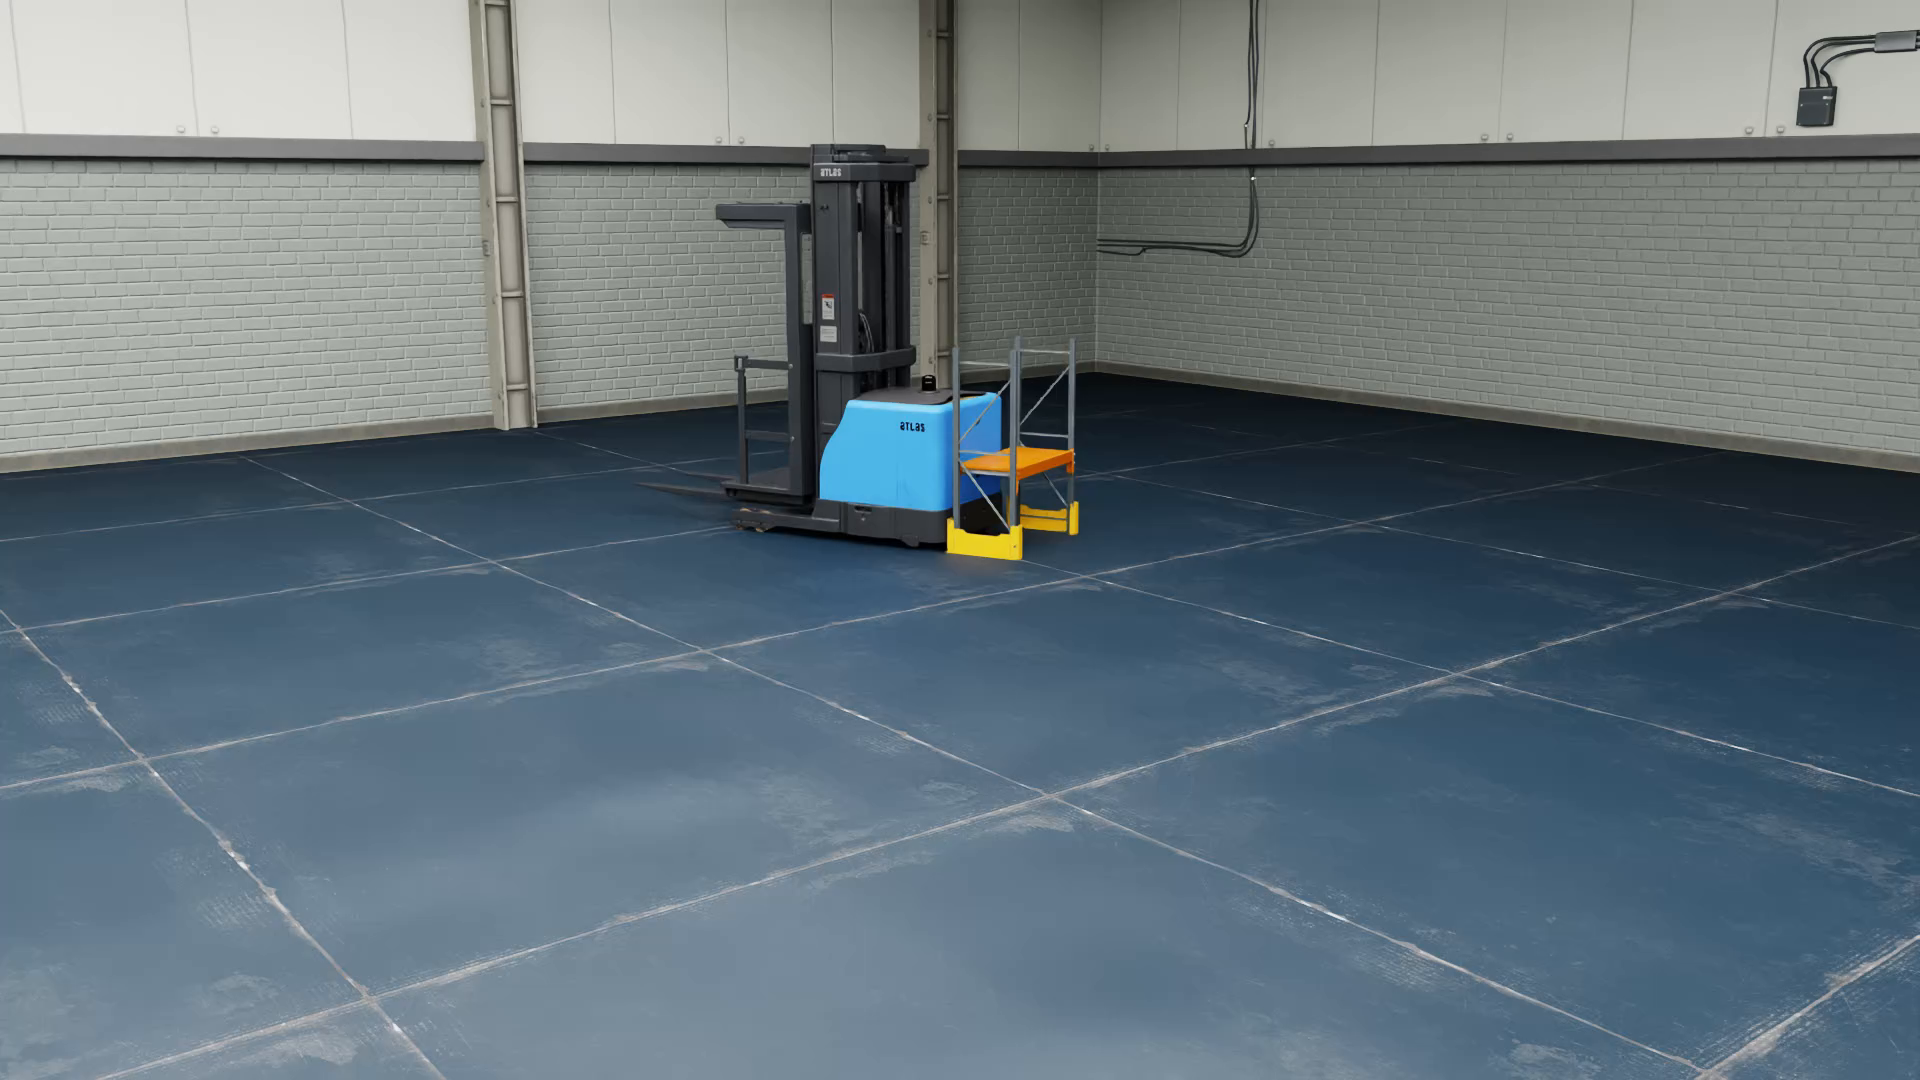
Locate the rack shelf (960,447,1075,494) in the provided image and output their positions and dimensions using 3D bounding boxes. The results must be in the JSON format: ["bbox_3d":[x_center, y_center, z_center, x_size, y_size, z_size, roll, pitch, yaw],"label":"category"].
[{"bbox_3d":[0.413,-0.537,12.415,0.538,0.185,1.000,6,13,27],"label":"rack shelf"}]

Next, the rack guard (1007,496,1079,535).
[{"bbox_3d":[0.640,-0.192,12.931,0.587,0.250,0.087,6,13,27],"label":"rack guard"}]

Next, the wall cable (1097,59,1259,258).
[{"bbox_3d":[2.850,-5.090,22.410,0.112,2.526,3.097,-9,15,-38],"label":"wall cable"}]

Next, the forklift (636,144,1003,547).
[{"bbox_3d":[-1.203,-1.581,13.019,3.031,2.935,1.130,7,14,29],"label":"forklift"}]

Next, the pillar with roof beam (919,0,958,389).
[{"bbox_3d":[2.413,-5.743,18.009,0.400,9.000,9.100,-9,15,-38],"label":"pillar with roof beam"}]

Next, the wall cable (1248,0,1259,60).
[{"bbox_3d":[4.540,-7.122,19.819,0.112,2.526,3.097,-9,15,-38],"label":"wall cable"}]

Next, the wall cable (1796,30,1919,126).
[{"bbox_3d":[8.768,-6.731,14.473,0.169,6.003,2.305,-9,15,-38],"label":"wall cable"}]

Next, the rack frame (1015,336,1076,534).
[{"bbox_3d":[0.649,-0.807,12.818,0.500,1.500,0.032,6,13,27],"label":"rack frame"}]

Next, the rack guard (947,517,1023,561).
[{"bbox_3d":[0.178,-0.009,12.068,0.587,0.250,0.087,6,13,27],"label":"rack guard"}]

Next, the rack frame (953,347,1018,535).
[{"bbox_3d":[0.177,-0.620,11.937,0.500,1.500,0.032,6,13,27],"label":"rack frame"}]

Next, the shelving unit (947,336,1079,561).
[{"bbox_3d":[0.409,-0.712,12.369,0.587,1.500,1.083,6,13,27],"label":"shelving unit"}]

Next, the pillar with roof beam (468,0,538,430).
[{"bbox_3d":[-2.273,-4.964,14.343,0.400,9.000,9.100,-9,15,-38],"label":"pillar with roof beam"}]
